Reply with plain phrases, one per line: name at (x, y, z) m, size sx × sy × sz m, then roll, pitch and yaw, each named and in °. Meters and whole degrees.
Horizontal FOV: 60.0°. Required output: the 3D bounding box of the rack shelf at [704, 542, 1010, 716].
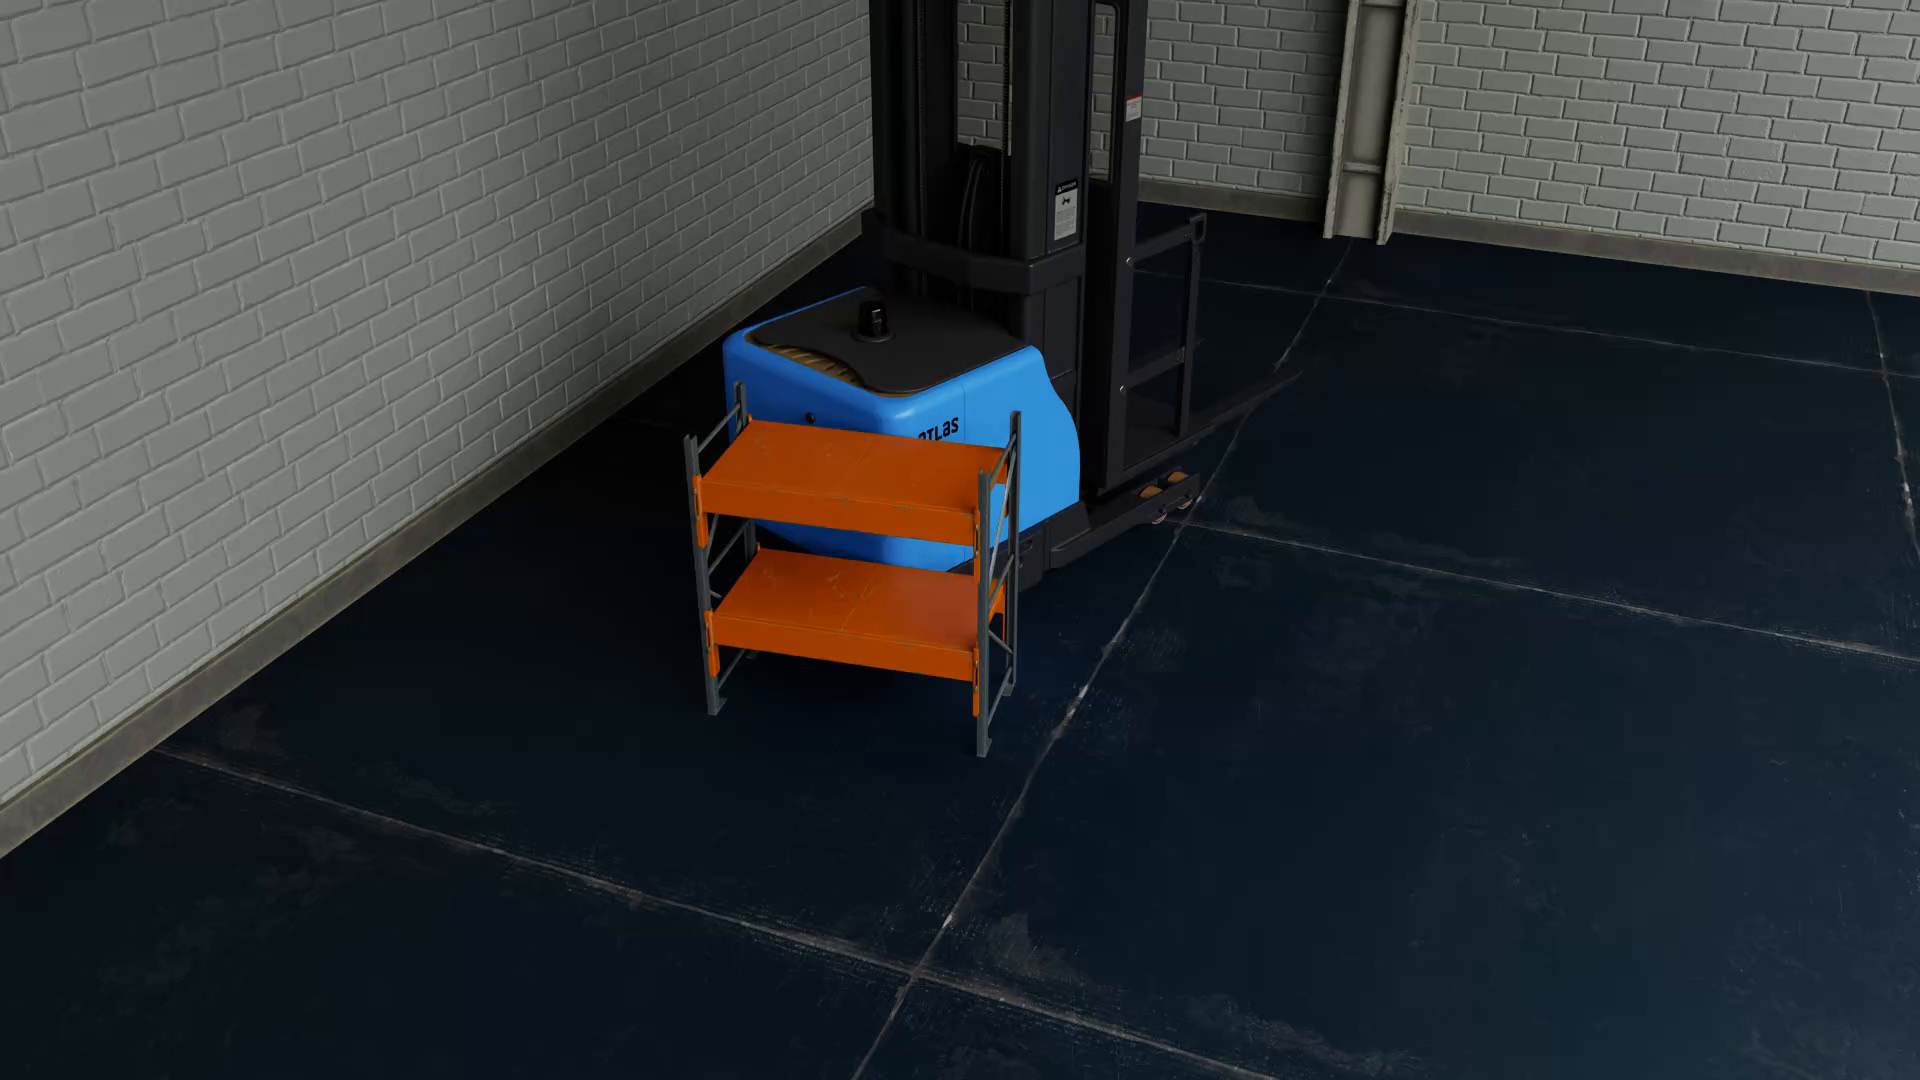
rack shelf at (-0.357, 0.311, 6.053) m, size 1.000 × 0.278 × 0.538 m, roll 7°, pitch 30°, yaw 13°

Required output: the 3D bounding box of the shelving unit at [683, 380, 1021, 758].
shelving unit at (-0.357, 0.099, 5.933) m, size 1.048 × 1.125 × 0.538 m, roll 7°, pitch 30°, yaw 13°

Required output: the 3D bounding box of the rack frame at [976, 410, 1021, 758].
rack frame at (0.135, 0.161, 5.822) m, size 0.032 × 1.125 × 0.500 m, roll 7°, pitch 30°, yaw 13°

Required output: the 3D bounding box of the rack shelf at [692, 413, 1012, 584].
rack shelf at (-0.357, -0.156, 5.789) m, size 1.000 × 0.278 × 0.538 m, roll 7°, pitch 30°, yaw 13°

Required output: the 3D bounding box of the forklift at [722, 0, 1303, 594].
forklift at (0.433, -1.501, 6.927) m, size 1.130 × 2.935 × 3.031 m, roll 25°, pitch 38°, yaw 37°

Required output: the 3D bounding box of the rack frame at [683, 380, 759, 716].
rack frame at (-0.849, 0.036, 6.043) m, size 0.032 × 1.125 × 0.500 m, roll 7°, pitch 30°, yaw 13°

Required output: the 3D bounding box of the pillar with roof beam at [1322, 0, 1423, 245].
pillar with roof beam at (0.952, -3.935, 5.067) m, size 0.400 × 9.000 × 9.100 m, roll 11°, pitch 31°, yaw 19°
